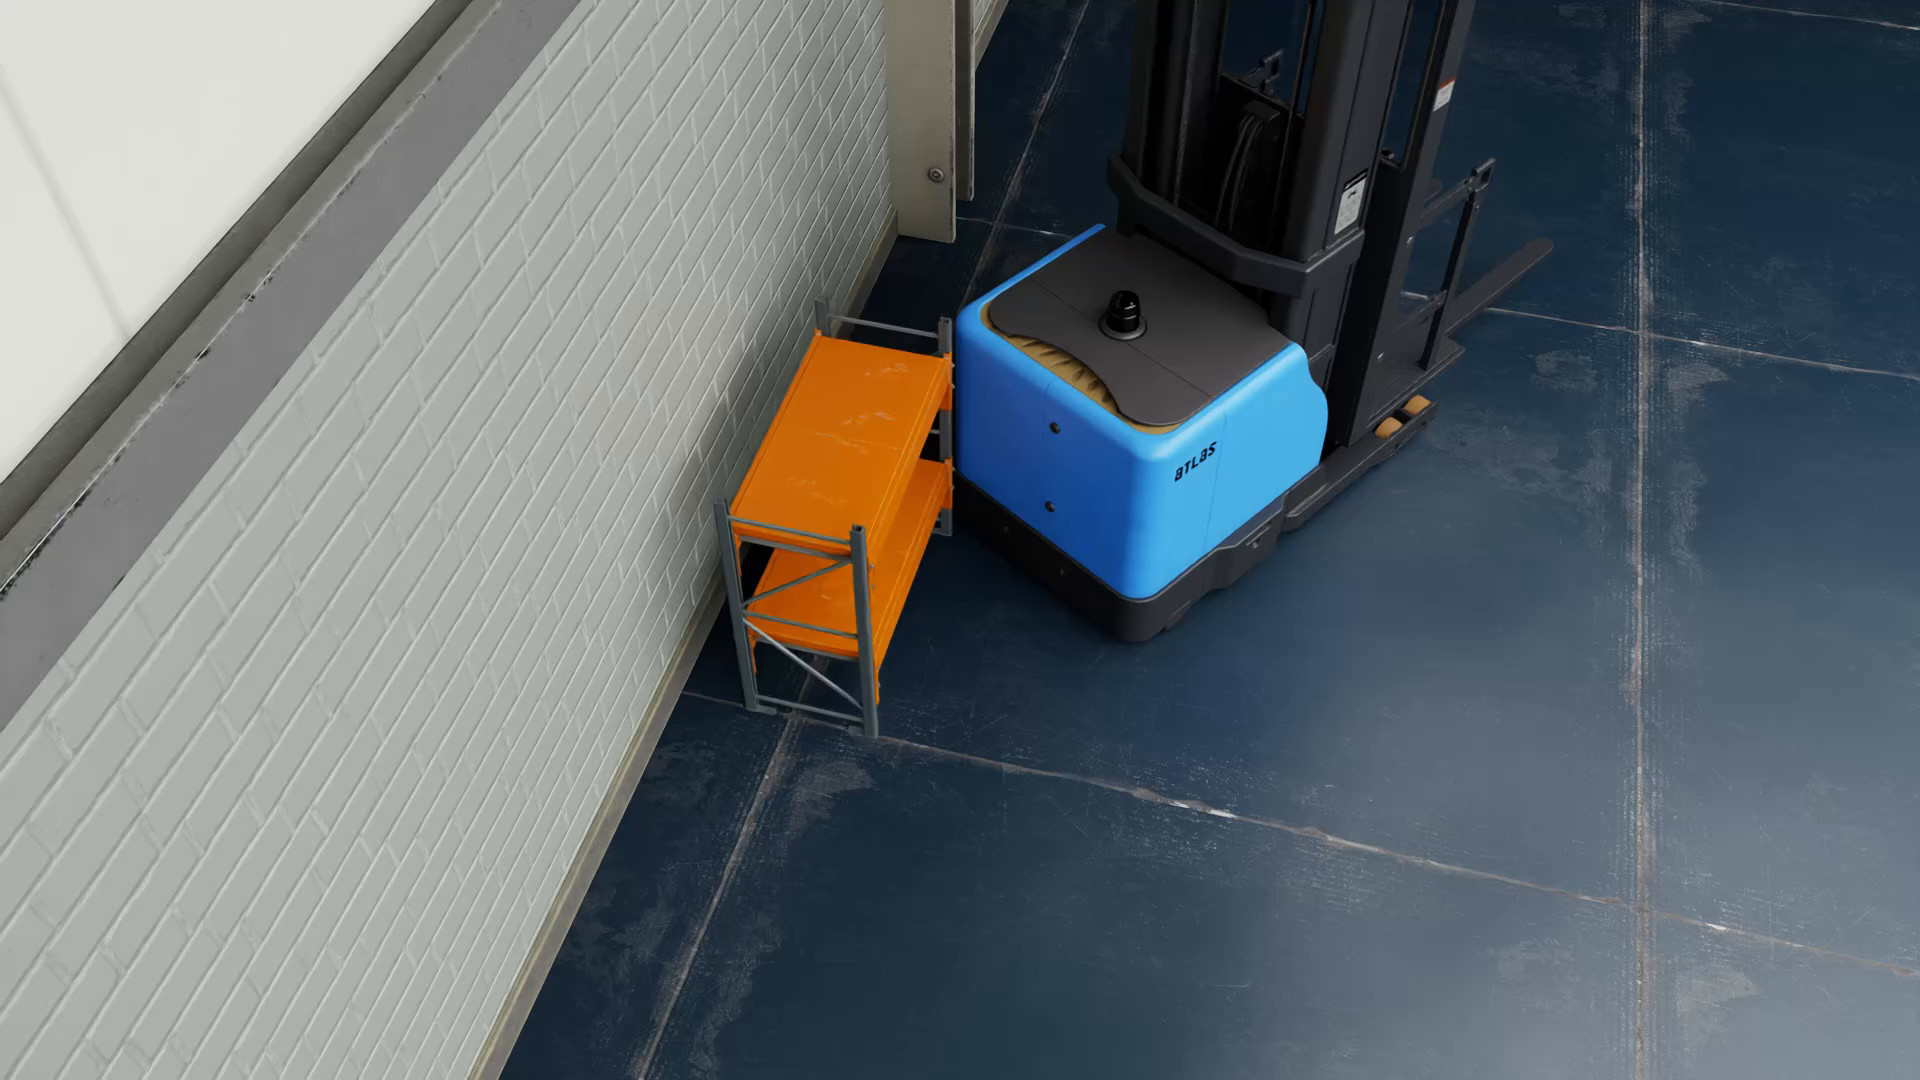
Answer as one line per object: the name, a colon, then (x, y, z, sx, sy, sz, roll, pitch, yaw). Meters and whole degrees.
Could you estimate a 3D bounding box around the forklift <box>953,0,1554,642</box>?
forklift: (1.380, -1.573, 6.102, 3.031, 2.935, 1.130, -36, 57, -27)

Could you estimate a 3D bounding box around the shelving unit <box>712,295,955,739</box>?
shelving unit: (-0.407, -0.077, 5.986, 0.538, 1.125, 1.048, 12, 50, 10)

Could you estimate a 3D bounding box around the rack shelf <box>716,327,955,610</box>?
rack shelf: (-0.407, -0.271, 5.767, 0.538, 0.278, 1.000, 12, 50, 10)

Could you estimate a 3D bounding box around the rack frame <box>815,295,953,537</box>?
rack frame: (-0.274, -0.445, 6.311, 0.500, 1.125, 0.032, 12, 50, 10)

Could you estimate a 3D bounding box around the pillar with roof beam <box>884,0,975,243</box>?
pillar with roof beam: (4.022, -3.713, 3.944, 9.100, 9.000, 0.400, 12, 50, 10)

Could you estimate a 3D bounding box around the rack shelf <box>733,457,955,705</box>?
rack shelf: (-0.407, 0.085, 6.170, 0.538, 0.278, 1.000, 12, 50, 10)

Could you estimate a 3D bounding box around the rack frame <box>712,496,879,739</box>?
rack frame: (-0.541, 0.291, 5.662, 0.500, 1.125, 0.032, 12, 50, 10)
